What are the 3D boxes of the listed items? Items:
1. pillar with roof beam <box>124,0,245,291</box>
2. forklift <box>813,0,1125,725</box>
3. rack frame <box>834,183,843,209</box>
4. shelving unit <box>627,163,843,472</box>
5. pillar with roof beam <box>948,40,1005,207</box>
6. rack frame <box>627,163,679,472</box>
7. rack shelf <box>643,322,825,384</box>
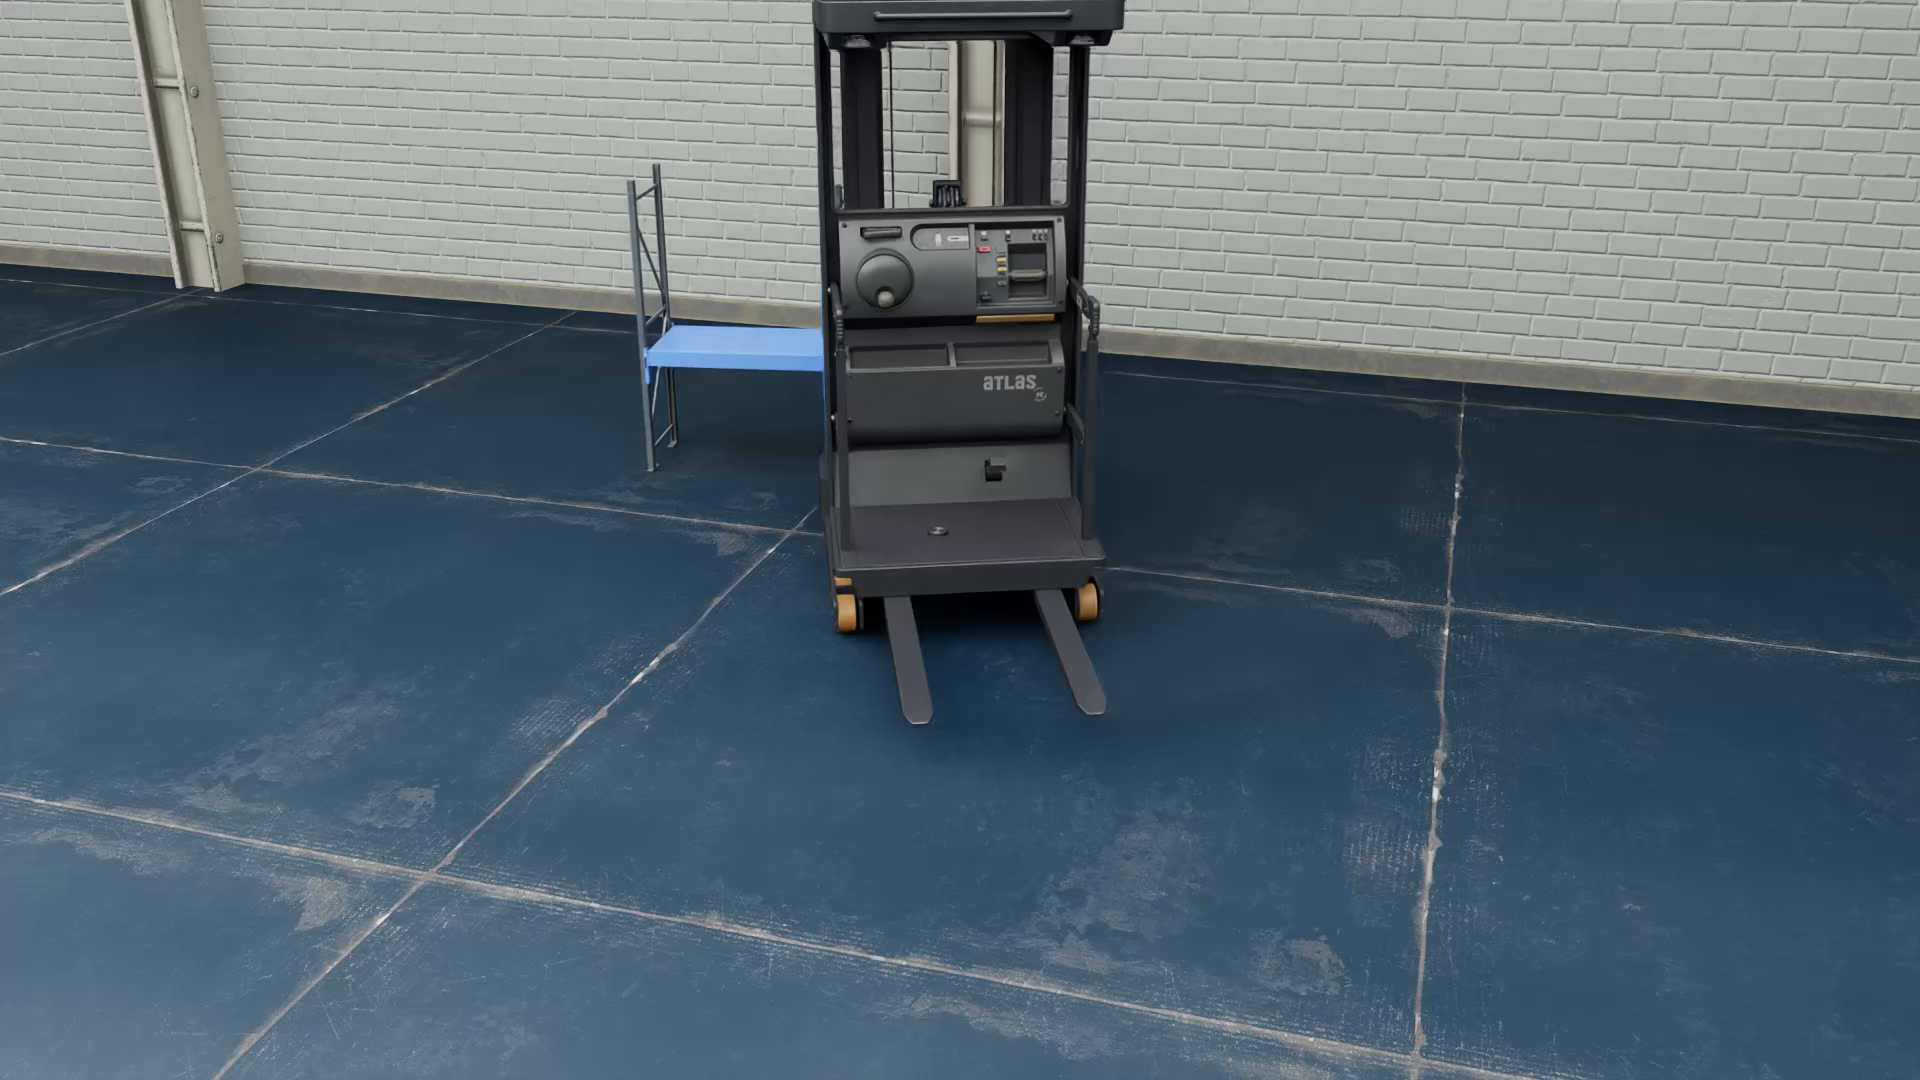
[{"bbox_3d":[-6.826,-4.503,6.891,0.400,9.000,9.100,7,23,16],"label":"pillar with roof beam"},{"bbox_3d":[-0.002,-1.109,6.611,1.130,2.935,3.031,-2,22,-6],"label":"forklift"},{"bbox_3d":[-0.566,-1.103,8.482,0.032,1.500,0.500,2,22,5],"label":"rack frame"},{"bbox_3d":[-1.072,-1.122,8.529,1.048,1.500,0.538,2,22,5],"label":"shelving unit"},{"bbox_3d":[-1.082,-3.846,5.288,0.400,9.000,9.100,7,23,16],"label":"pillar with roof beam"},{"bbox_3d":[-1.578,-1.142,8.577,0.032,1.500,0.500,2,22,5],"label":"rack frame"},{"bbox_3d":[-1.072,-0.956,8.598,1.000,0.185,0.538,2,22,5],"label":"rack shelf"}]
